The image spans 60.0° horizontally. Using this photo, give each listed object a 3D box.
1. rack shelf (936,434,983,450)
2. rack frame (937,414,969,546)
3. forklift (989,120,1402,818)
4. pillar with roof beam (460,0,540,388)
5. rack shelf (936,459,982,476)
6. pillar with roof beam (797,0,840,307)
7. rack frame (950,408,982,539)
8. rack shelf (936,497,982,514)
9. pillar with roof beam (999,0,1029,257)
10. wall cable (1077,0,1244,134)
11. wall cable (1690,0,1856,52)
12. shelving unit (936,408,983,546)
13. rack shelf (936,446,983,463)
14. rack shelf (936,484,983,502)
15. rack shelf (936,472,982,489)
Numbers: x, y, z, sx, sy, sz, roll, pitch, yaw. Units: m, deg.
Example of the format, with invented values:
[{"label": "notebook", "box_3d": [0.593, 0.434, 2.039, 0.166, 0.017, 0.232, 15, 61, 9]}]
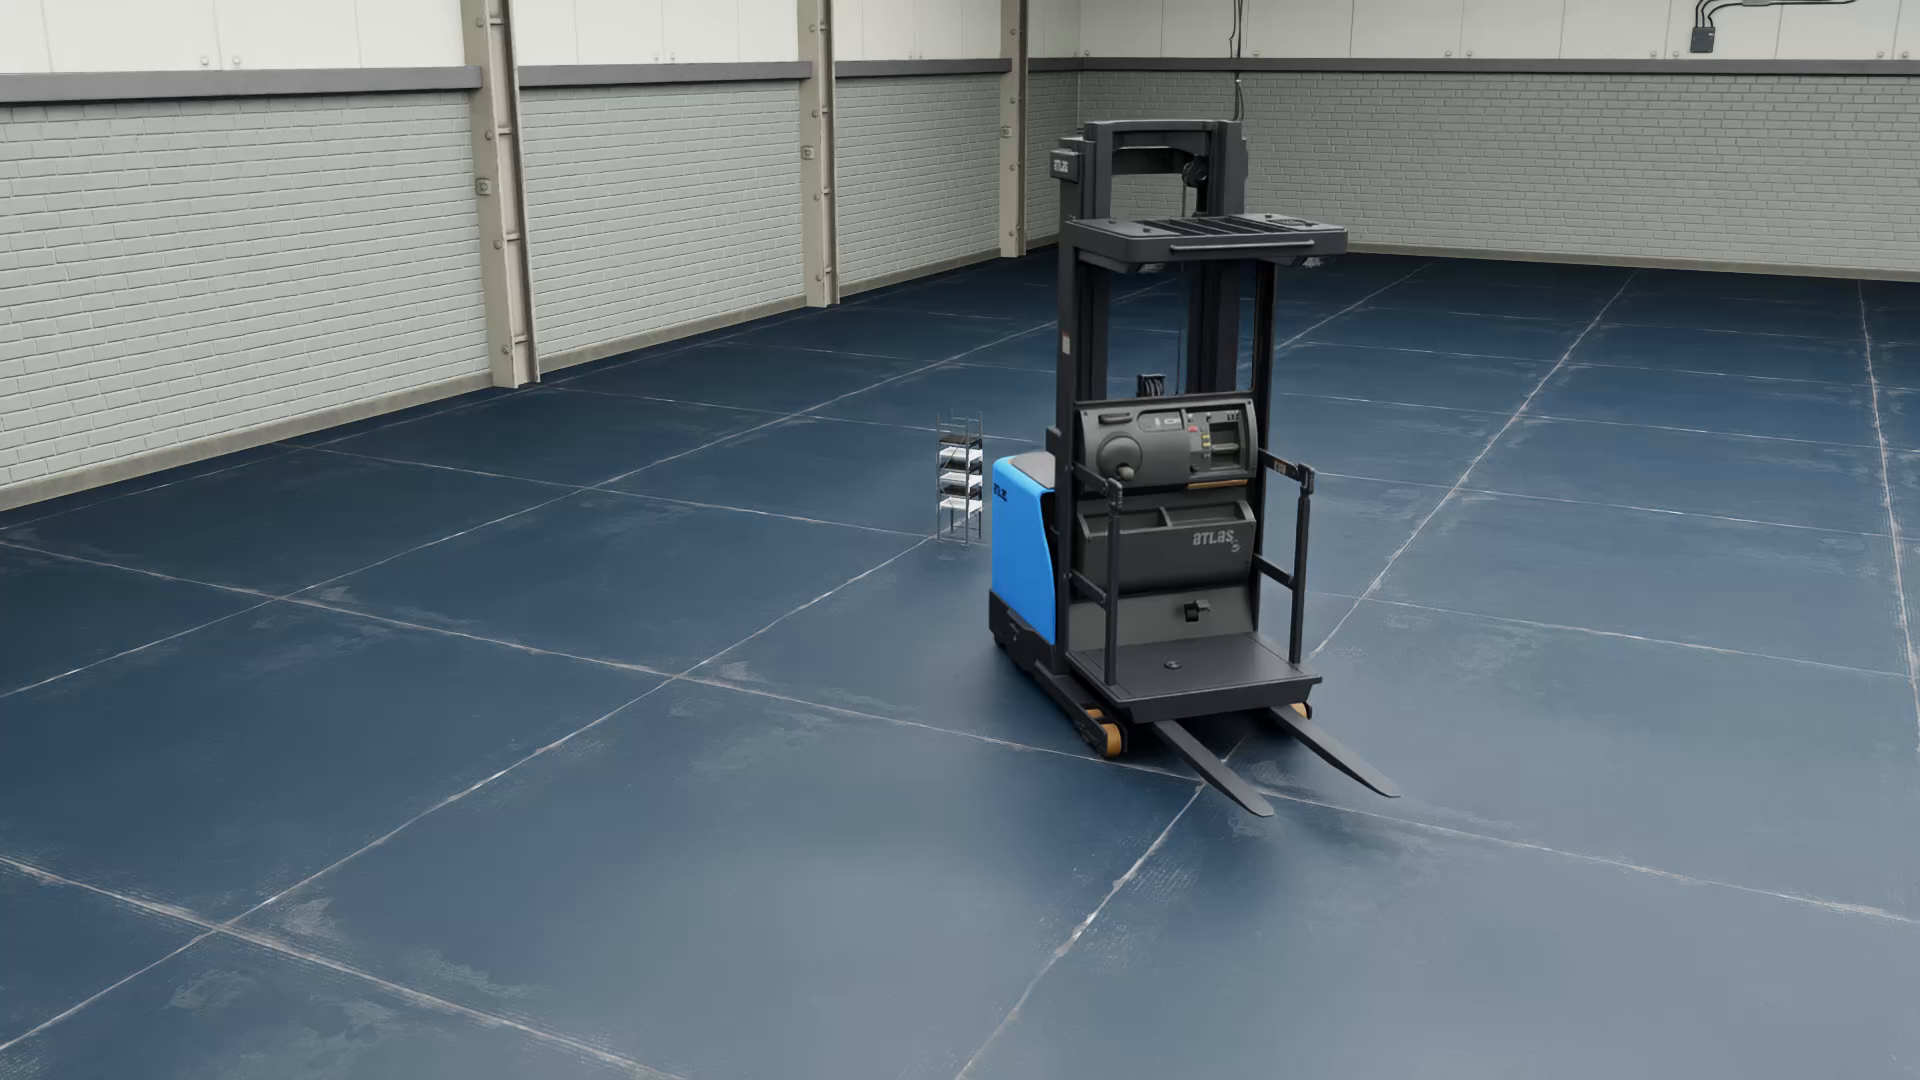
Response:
[{"label": "rack shelf", "box_3d": [-0.004, -0.656, 11.322, 0.258, 0.077, 0.200, 8, 18, 25]}, {"label": "rack frame", "box_3d": [-0.049, -0.403, 11.302, 0.240, 0.900, 0.006, 8, 18, 25]}, {"label": "forklift", "box_3d": [1.103, -0.485, 8.010, 1.130, 2.935, 3.031, -5, 17, -17]}, {"label": "pillar with roof beam", "box_3d": [-0.654, -5.354, 13.745, 9.100, 9.000, 0.400, 8, 18, 25]}, {"label": "rack shelf", "box_3d": [-0.004, -0.484, 11.373, 0.258, 0.077, 0.200, 8, 18, 25]}, {"label": "pillar with roof beam", "box_3d": [2.027, -6.882, 18.891, 9.100, 9.000, 0.400, 8, 18, 25]}, {"label": "rack frame", "box_3d": [0.042, -0.455, 11.476, 0.240, 0.900, 0.006, 8, 18, 25]}, {"label": "rack shelf", "box_3d": [-0.004, -0.225, 11.450, 0.258, 0.077, 0.200, 8, 18, 25]}, {"label": "pillar with roof beam", "box_3d": [4.708, -8.411, 24.036, 9.100, 9.000, 0.400, 8, 18, 25]}, {"label": "wall cable", "box_3d": [3.356, -8.052, 28.282, 3.097, 2.526, 0.112, 8, 18, 25]}, {"label": "wall cable", "box_3d": [11.842, -9.959, 23.276, 2.305, 6.003, 0.169, 8, 18, 25]}, {"label": "shelving unit", "box_3d": [-0.004, -0.429, 11.389, 0.258, 0.900, 0.210, 8, 18, 25]}, {"label": "rack shelf", "box_3d": [-0.004, -0.570, 11.348, 0.258, 0.077, 0.200, 8, 18, 25]}, {"label": "rack shelf", "box_3d": [-0.004, -0.311, 11.424, 0.258, 0.077, 0.200, 8, 18, 25]}, {"label": "rack shelf", "box_3d": [-0.004, -0.397, 11.399, 0.258, 0.077, 0.200, 8, 18, 25]}]
